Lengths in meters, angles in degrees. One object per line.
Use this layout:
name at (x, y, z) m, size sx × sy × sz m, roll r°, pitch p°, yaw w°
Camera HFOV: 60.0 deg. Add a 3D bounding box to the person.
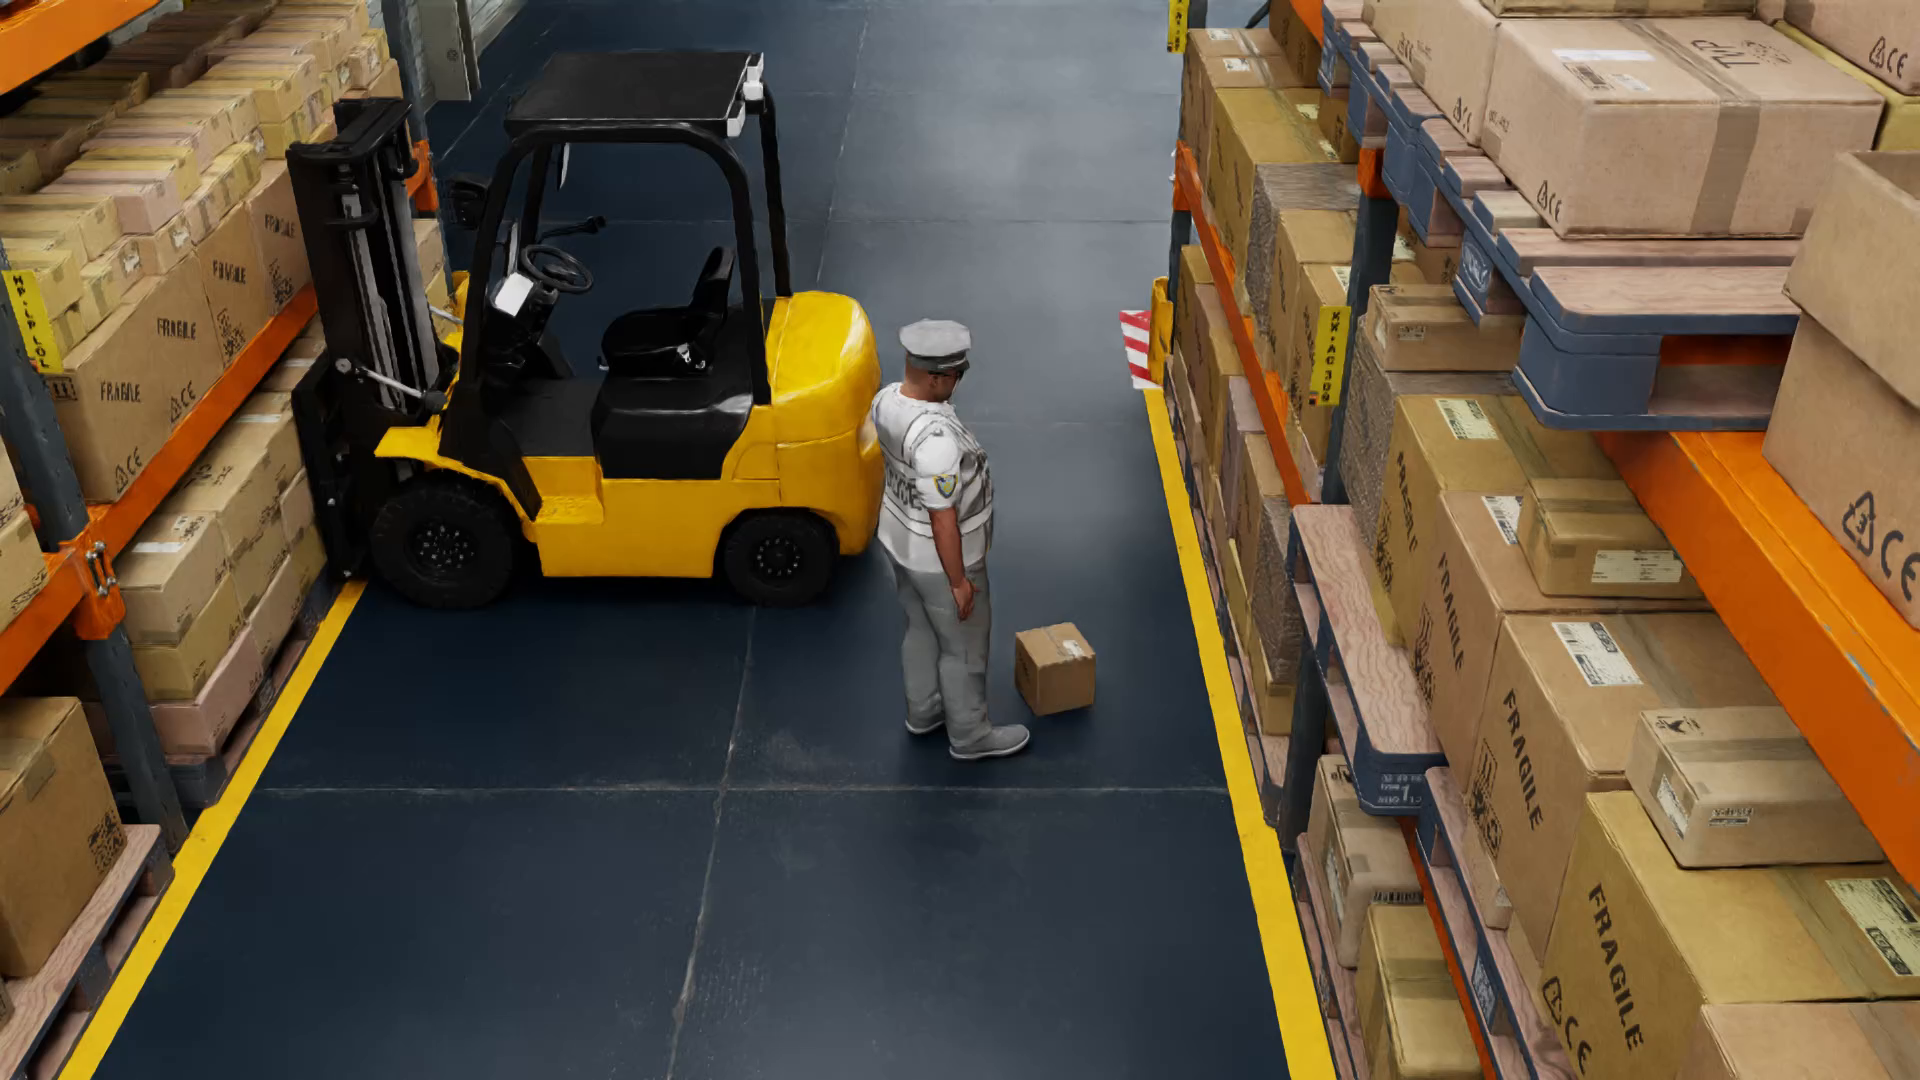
person at (-0.033, 0.012, 6.077) m, size 0.501 × 1.748 × 0.569 m, roll -15°, pitch 35°, yaw -24°
